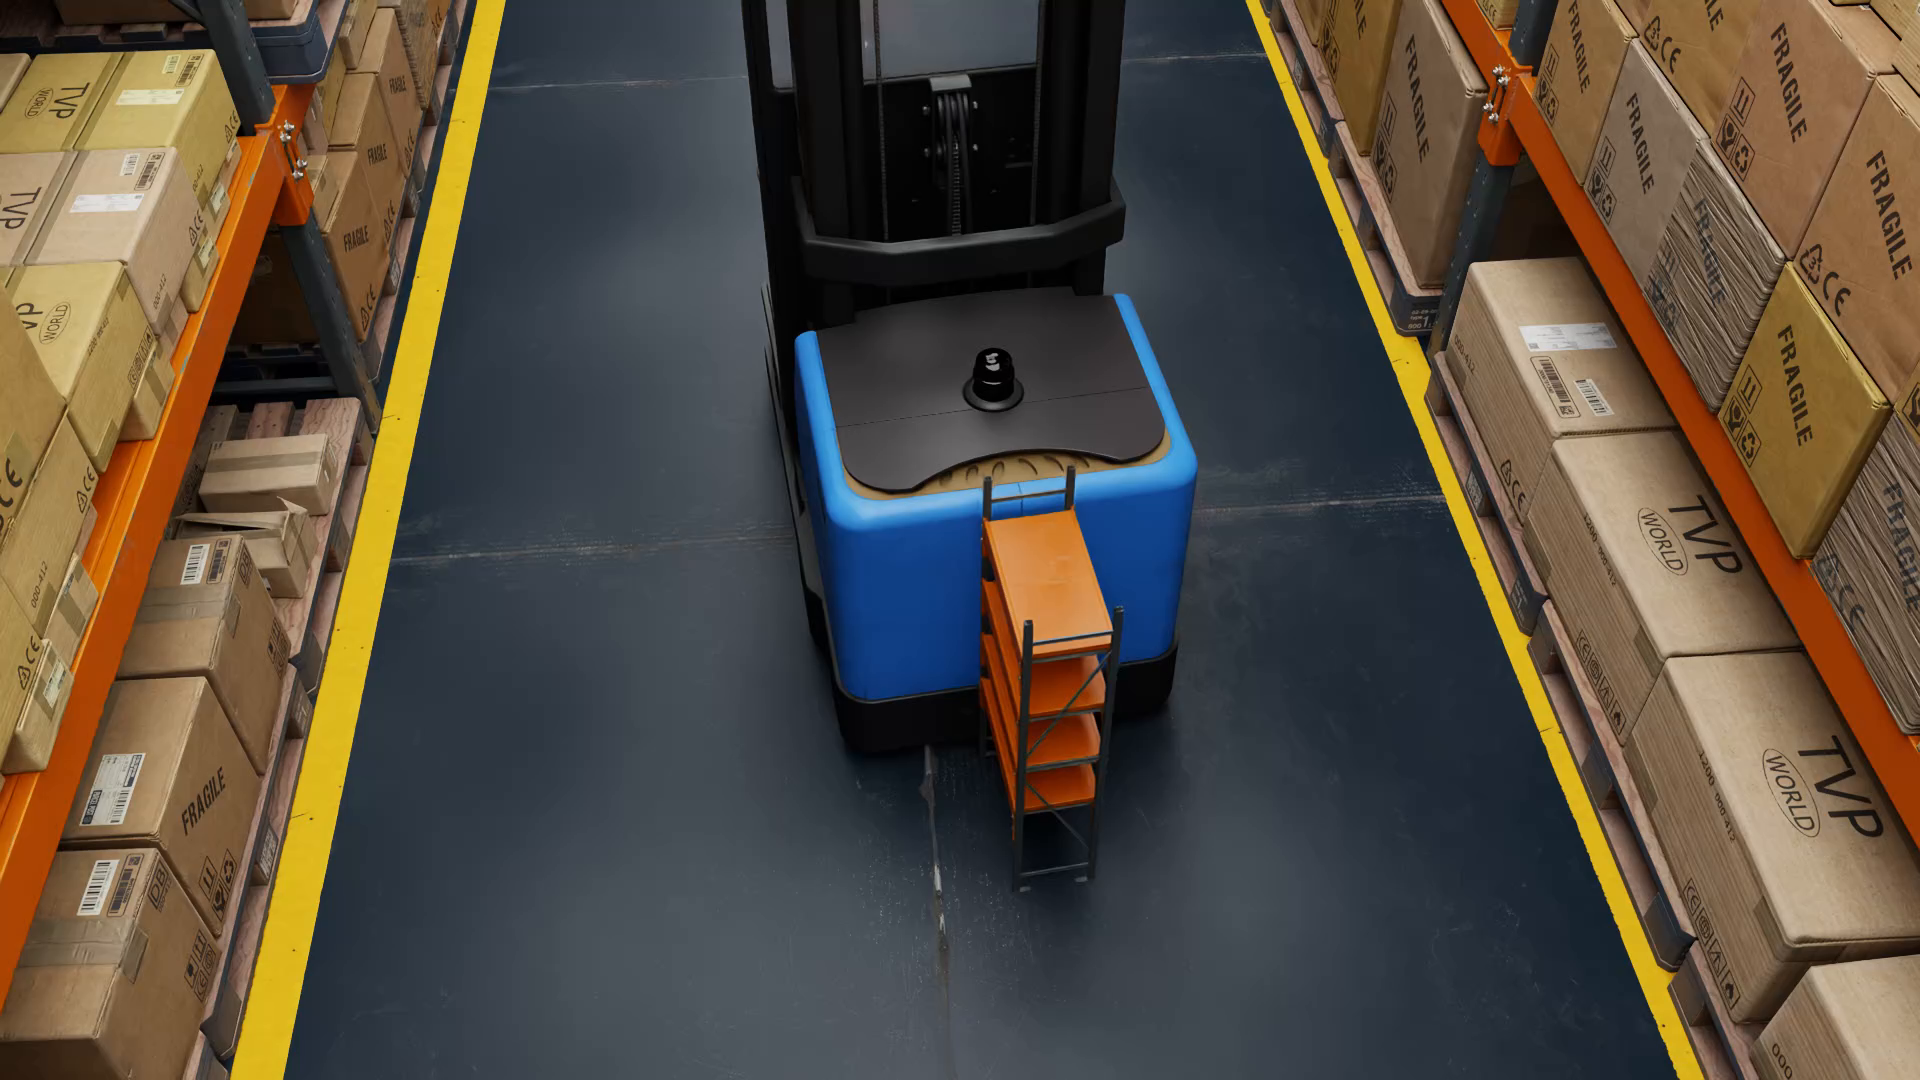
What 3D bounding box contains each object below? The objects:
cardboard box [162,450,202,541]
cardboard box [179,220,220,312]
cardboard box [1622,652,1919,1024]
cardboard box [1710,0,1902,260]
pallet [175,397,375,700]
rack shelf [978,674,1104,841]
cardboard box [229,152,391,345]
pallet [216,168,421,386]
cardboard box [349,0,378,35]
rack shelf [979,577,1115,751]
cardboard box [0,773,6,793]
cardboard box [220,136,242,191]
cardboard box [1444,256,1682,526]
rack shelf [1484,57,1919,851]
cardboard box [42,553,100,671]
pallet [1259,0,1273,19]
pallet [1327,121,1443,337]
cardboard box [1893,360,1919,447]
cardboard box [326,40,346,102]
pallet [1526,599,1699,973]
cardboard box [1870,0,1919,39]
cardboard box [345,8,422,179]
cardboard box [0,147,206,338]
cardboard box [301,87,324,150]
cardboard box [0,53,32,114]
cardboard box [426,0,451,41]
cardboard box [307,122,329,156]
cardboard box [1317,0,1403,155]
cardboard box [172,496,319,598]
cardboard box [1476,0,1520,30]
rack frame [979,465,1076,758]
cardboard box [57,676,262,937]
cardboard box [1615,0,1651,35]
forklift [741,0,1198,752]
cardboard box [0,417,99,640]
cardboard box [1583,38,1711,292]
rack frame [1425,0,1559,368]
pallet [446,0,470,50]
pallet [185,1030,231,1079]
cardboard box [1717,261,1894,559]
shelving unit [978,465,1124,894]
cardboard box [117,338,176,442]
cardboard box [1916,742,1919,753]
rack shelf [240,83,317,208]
[{"bbox_3d":[-2.825,-0.155,5.394,0.500,0.311,0.500,-2,47,-2],"label":"cardboard box"},{"bbox_3d":[-2.277,-0.753,4.570,0.380,0.149,0.250,-2,47,-2],"label":"cardboard box"},{"bbox_3d":[2.396,0.765,4.435,0.875,0.438,0.875,-2,47,-2],"label":"cardboard box"},{"bbox_3d":[2.168,-1.014,3.887,0.500,0.500,0.500,-3,47,-3],"label":"cardboard box"},{"bbox_3d":[-2.588,0.028,5.578,1.003,0.211,1.213,-3,47,-3],"label":"pallet"},{"bbox_3d":[0.223,0.595,4.724,0.258,0.148,0.480,-8,47,-7],"label":"rack shelf"},{"bbox_3d":[-2.461,-1.076,6.136,0.500,0.500,0.500,-2,47,-2],"label":"cardboard box"},{"bbox_3d":[-2.750,-1.055,6.604,1.003,0.211,1.213,-3,47,-3],"label":"pallet"},{"bbox_3d":[-2.581,-2.152,6.708,0.380,0.149,0.250,-2,47,-2],"label":"cardboard box"},{"bbox_3d":[0.224,0.306,4.416,0.258,0.148,0.480,-8,47,-7],"label":"rack shelf"},{"bbox_3d":[-2.176,0.550,3.336,0.380,0.149,0.250,-3,47,-3],"label":"cardboard box"},{"bbox_3d":[-2.366,-1.126,4.924,0.380,0.149,0.250,-3,47,-3],"label":"cardboard box"},{"bbox_3d":[2.247,-0.535,5.666,0.875,0.438,0.875,-4,47,-4],"label":"cardboard box"},{"bbox_3d":[2.469,-0.038,4.215,1.077,0.370,4.000,-3,47,-3],"label":"rack shelf"},{"bbox_3d":[-2.164,0.174,3.693,0.380,0.149,0.250,-3,47,-2],"label":"cardboard box"},{"bbox_3d":[1.958,-3.093,8.533,1.003,0.211,1.213,-3,47,-3],"label":"pallet"},{"bbox_3d":[2.162,-1.327,6.862,1.003,0.211,1.213,-3,47,-3],"label":"pallet"},{"bbox_3d":[2.248,-0.285,3.197,0.500,0.500,0.500,-4,47,-4],"label":"cardboard box"},{"bbox_3d":[-2.579,-1.790,6.365,0.380,0.149,0.250,-4,47,-4],"label":"cardboard box"},{"bbox_3d":[2.392,0.666,4.974,1.003,0.211,1.213,-3,47,-3],"label":"pallet"},{"bbox_3d":[2.226,-1.168,3.586,0.380,0.149,0.250,-4,47,-3],"label":"cardboard box"},{"bbox_3d":[-2.553,-1.822,6.842,0.500,0.500,0.500,-5,47,-4],"label":"cardboard box"},{"bbox_3d":[-2.302,-0.763,4.306,0.500,0.250,0.500,-3,47,-3],"label":"cardboard box"},{"bbox_3d":[-2.479,-1.499,5.884,0.380,0.149,0.250,-6,47,-5],"label":"cardboard box"},{"bbox_3d":[-2.872,-1.104,4.628,0.500,0.250,0.500,-4,47,-4],"label":"cardboard box"},{"bbox_3d":[-2.652,-2.573,7.553,0.500,0.500,0.500,-2,47,-2],"label":"cardboard box"},{"bbox_3d":[-2.510,-1.407,6.002,0.380,0.149,0.250,-5,47,-4],"label":"cardboard box"},{"bbox_3d":[2.086,-2.243,6.982,0.875,0.875,0.875,-2,47,-2],"label":"cardboard box"},{"bbox_3d":[-2.275,0.011,5.267,0.396,0.266,0.258,-2,47,-2],"label":"cardboard box"},{"bbox_3d":[2.013,-1.990,5.672,0.500,0.250,0.500,-4,47,-4],"label":"cardboard box"},{"bbox_3d":[0.178,0.238,4.694,0.240,1.200,0.015,-8,47,-7],"label":"rack frame"},{"bbox_3d":[-2.244,0.724,4.431,0.500,0.500,0.500,-3,47,-3],"label":"cardboard box"},{"bbox_3d":[2.100,-1.751,4.585,0.500,0.500,0.500,-3,47,-3],"label":"cardboard box"},{"bbox_3d":[-0.117,-1.453,5.108,1.130,2.935,3.031,-8,47,-7],"label":"forklift"},{"bbox_3d":[-2.231,-0.029,3.610,0.500,0.250,0.500,-5,47,-4],"label":"cardboard box"},{"bbox_3d":[2.118,-1.047,4.607,0.500,0.500,0.500,-3,47,-3],"label":"cardboard box"},{"bbox_3d":[2.301,-1.732,5.325,1.000,3.000,0.127,-3,47,-3],"label":"rack frame"},{"bbox_3d":[-2.955,-2.821,8.276,1.003,0.211,1.213,-3,47,-3],"label":"pallet"},{"bbox_3d":[-2.384,1.793,3.906,1.003,0.211,1.213,-3,47,-3],"label":"pallet"},{"bbox_3d":[2.196,-0.314,3.913,0.500,0.500,0.500,-2,47,-2],"label":"cardboard box"},{"bbox_3d":[0.223,0.413,4.530,0.258,1.200,0.503,-8,47,-7],"label":"shelving unit"},{"bbox_3d":[-2.232,-0.378,4.215,0.380,0.149,0.250,-4,47,-4],"label":"cardboard box"},{"bbox_3d":[2.305,0.430,3.208,0.500,0.500,0.500,-4,47,-4],"label":"cardboard box"},{"bbox_3d":[-2.812,-2.628,6.668,1.077,0.370,4.000,-3,47,-3],"label":"rack shelf"}]
